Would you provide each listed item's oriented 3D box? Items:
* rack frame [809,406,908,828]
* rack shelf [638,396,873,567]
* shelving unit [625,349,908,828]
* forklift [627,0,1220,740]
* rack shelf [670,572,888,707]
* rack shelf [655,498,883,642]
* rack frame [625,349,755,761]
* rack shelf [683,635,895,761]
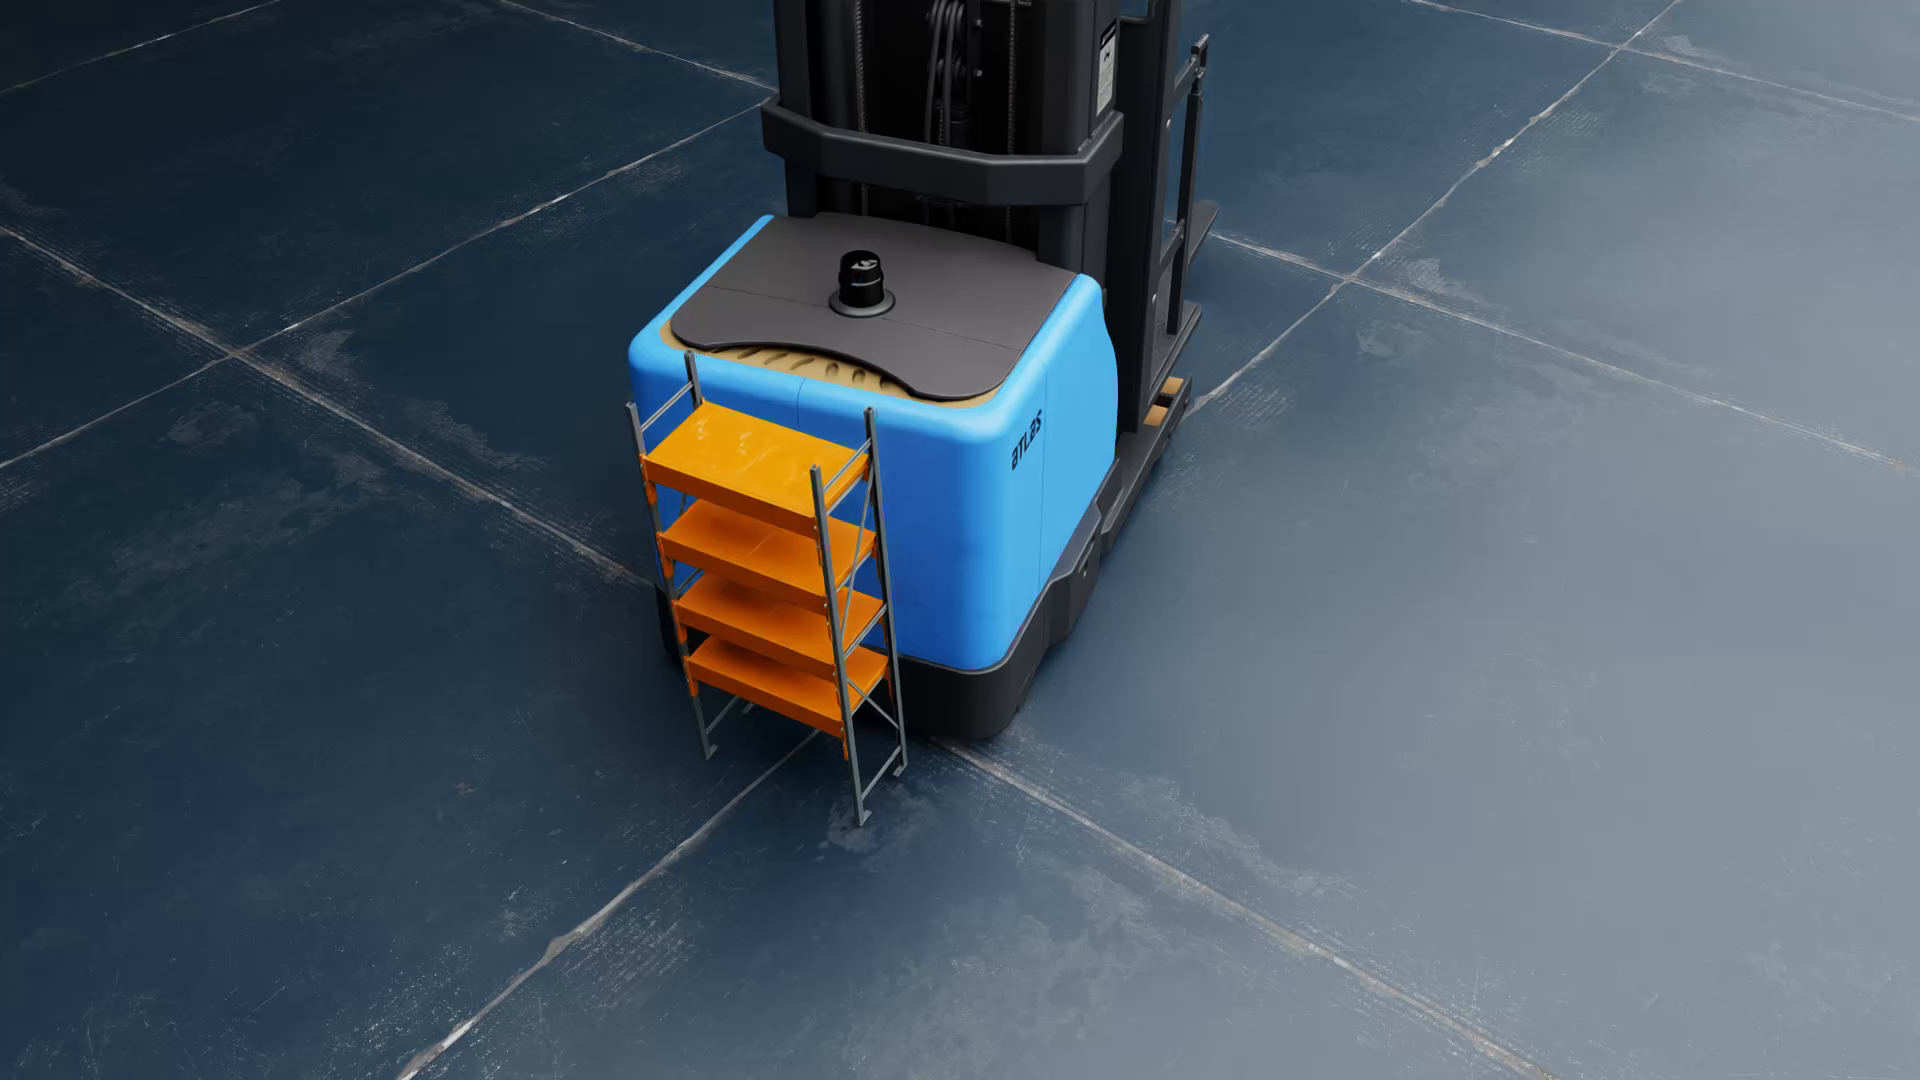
[{"bbox_3d":[-0.229,0.224,3.974,0.015,1.200,0.240,19,47,23],"label":"rack frame"},{"bbox_3d":[-0.458,-0.140,3.805,0.480,0.148,0.258,19,47,23],"label":"rack shelf"},{"bbox_3d":[-0.442,0.151,4.068,0.503,1.200,0.258,19,47,23],"label":"shelving unit"},{"bbox_3d":[0.159,-1.530,4.826,1.130,2.935,3.031,14,40,17],"label":"forklift"},{"bbox_3d":[-0.439,0.201,4.113,0.480,0.148,0.258,19,47,23],"label":"rack shelf"},{"bbox_3d":[-0.448,0.035,3.964,0.480,0.148,0.258,19,47,23],"label":"rack shelf"},{"bbox_3d":[-0.655,0.078,4.162,0.015,1.200,0.240,19,47,23],"label":"rack frame"},{"bbox_3d":[-0.431,0.348,4.246,0.480,0.148,0.258,19,47,23],"label":"rack shelf"}]
